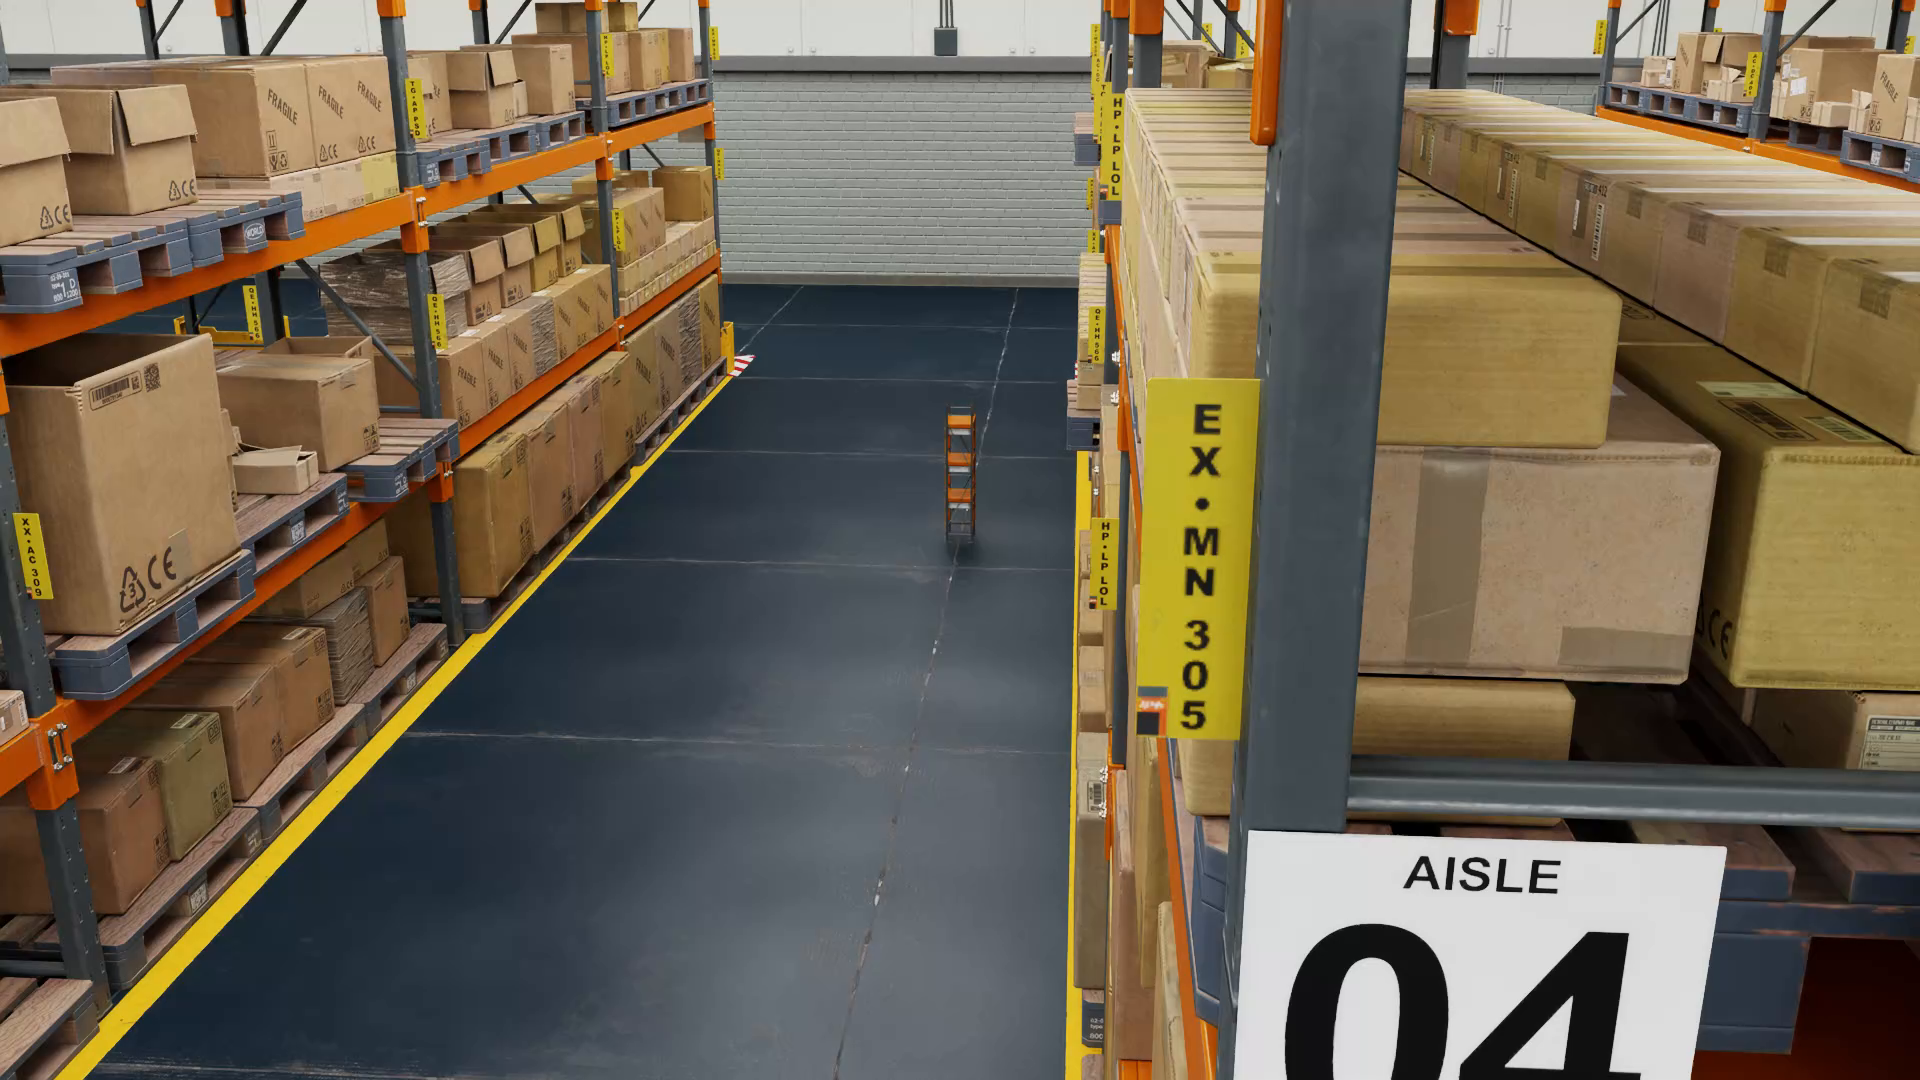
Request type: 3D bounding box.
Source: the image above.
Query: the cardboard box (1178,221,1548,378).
[{"bbox_3d":[0.451,-0.276,1.918,0.380,0.149,0.250,1,18,4],"label":"cardboard box"}]

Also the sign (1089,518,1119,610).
[{"bbox_3d":[0.491,0.082,5.623,0.100,0.325,0.005,1,18,4],"label":"sign"}]

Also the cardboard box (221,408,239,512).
[{"bbox_3d":[-3.875,-0.327,7.765,0.797,0.503,0.637,3,18,10],"label":"cardboard box"}]

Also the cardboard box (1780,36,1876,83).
[{"bbox_3d":[6.802,-3.700,13.084,0.500,0.500,0.500,2,18,5],"label":"cardboard box"}]

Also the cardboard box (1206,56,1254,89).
[{"bbox_3d":[1.660,-2.755,9.806,0.396,0.266,0.258,1,18,4],"label":"cardboard box"}]

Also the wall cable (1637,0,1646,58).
[{"bbox_3d":[7.714,-7.650,21.319,2.355,3.000,0.029,1,18,4],"label":"wall cable"}]

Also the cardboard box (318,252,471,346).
[{"bbox_3d":[-3.552,-1.532,10.508,0.797,0.503,0.637,2,18,6],"label":"cardboard box"}]

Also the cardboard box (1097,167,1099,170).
[{"bbox_3d":[1.453,-3.016,14.567,0.500,0.500,0.500,2,18,5],"label":"cardboard box"}]

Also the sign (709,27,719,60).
[{"bbox_3d":[-2.507,-5.057,16.928,0.100,0.325,0.005,1,18,4],"label":"sign"}]

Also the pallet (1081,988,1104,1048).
[{"bbox_3d":[1.013,1.688,6.934,1.003,0.211,1.213,1,18,4],"label":"pallet"}]

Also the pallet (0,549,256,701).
[{"bbox_3d":[-3.707,0.319,6.941,1.003,0.211,1.213,1,18,4],"label":"pallet"}]

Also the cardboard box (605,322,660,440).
[{"bbox_3d":[-3.207,-1.416,14.665,0.875,0.875,0.875,1,18,4],"label":"cardboard box"}]

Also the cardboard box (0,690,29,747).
[{"bbox_3d":[-3.630,0.654,6.012,0.380,0.149,0.250,1,18,4],"label":"cardboard box"}]

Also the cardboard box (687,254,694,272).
[{"bbox_3d":[-2.816,-2.711,16.282,0.380,0.149,0.250,1,18,3],"label":"cardboard box"}]

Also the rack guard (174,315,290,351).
[{"bbox_3d":[-7.999,-2.196,18.321,1.175,0.500,0.348,1,18,4],"label":"rack guard"}]

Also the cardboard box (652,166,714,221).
[{"bbox_3d":[-2.820,-3.535,16.951,0.500,0.500,0.500,2,18,5],"label":"cardboard box"}]

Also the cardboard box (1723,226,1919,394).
[{"bbox_3d":[1.106,-0.260,1.871,0.380,0.149,0.250,1,18,4],"label":"cardboard box"}]

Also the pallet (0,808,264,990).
[{"bbox_3d":[-3.853,1.545,7.369,1.003,0.211,1.213,1,18,4],"label":"pallet"}]

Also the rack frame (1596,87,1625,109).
[{"bbox_3d":[6.837,-3.044,16.896,1.000,3.000,0.127,1,18,4],"label":"rack frame"}]

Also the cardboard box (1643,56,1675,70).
[{"bbox_3d":[6.895,-4.504,15.938,0.500,0.250,0.500,0,18,-1],"label":"cardboard box"}]

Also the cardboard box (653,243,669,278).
[{"bbox_3d":[-2.967,-2.548,15.146,0.500,0.250,0.500,2,18,5],"label":"cardboard box"}]

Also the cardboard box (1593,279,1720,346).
[{"bbox_3d":[1.072,-0.198,2.322,0.500,0.250,0.500,1,18,3],"label":"cardboard box"}]

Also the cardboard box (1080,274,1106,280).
[{"bbox_3d":[1.046,-1.808,11.898,0.380,0.149,0.250,1,18,3],"label":"cardboard box"}]

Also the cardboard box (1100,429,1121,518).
[{"bbox_3d":[0.948,-0.238,8.172,0.500,0.500,0.500,1,18,4],"label":"cardboard box"}]

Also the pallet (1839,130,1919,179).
[{"bbox_3d":[6.334,-2.444,10.549,1.003,0.211,1.213,2,18,6],"label":"pallet"}]

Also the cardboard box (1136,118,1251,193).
[{"bbox_3d":[0.578,-0.827,3.602,0.380,0.149,0.250,1,18,4],"label":"cardboard box"}]

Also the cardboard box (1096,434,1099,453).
[{"bbox_3d":[1.184,-0.539,11.388,0.500,0.250,0.500,2,18,5],"label":"cardboard box"}]

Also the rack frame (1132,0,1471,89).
[{"bbox_3d":[1.033,-2.247,4.829,1.000,3.000,0.127,1,18,4],"label":"rack frame"}]

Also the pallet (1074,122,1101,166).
[{"bbox_3d":[1.384,-2.705,11.347,1.213,0.211,1.003,1,18,4],"label":"pallet"}]

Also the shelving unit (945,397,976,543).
[{"bbox_3d":[0.004,-0.516,12.310,0.215,1.050,0.252,1,18,4],"label":"shelving unit"}]

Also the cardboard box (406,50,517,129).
[{"bbox_3d":[-3.495,-3.090,11.377,0.797,0.503,0.637,1,18,3],"label":"cardboard box"}]

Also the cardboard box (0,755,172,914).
[{"bbox_3d":[-3.842,1.250,7.098,0.700,0.500,0.500,0,18,0],"label":"cardboard box"}]

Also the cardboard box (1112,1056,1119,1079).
[{"bbox_3d":[0.857,1.888,4.583,0.875,0.875,0.875,1,18,4],"label":"cardboard box"}]

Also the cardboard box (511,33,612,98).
[{"bbox_3d":[-3.338,-3.987,13.962,0.700,0.500,0.500,0,18,1],"label":"cardboard box"}]

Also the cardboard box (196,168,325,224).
[{"bbox_3d":[-3.471,-1.671,8.130,0.500,0.250,0.500,2,18,5],"label":"cardboard box"}]

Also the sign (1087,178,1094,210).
[{"bbox_3d":[1.352,-3.547,17.039,0.100,0.325,0.005,1,18,4],"label":"sign"}]

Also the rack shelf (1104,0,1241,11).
[{"bbox_3d":[1.463,-3.579,10.690,1.077,0.370,4.000,1,18,4],"label":"rack shelf"}]

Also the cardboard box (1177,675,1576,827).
[{"bbox_3d":[0.432,0.182,1.801,0.380,0.149,0.250,1,18,4],"label":"cardboard box"}]

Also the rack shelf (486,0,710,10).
[{"bbox_3d":[-3.190,-4.963,14.915,1.077,0.370,4.000,1,18,4],"label":"rack shelf"}]

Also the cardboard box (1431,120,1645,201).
[{"bbox_3d":[1.233,-0.816,3.565,0.380,0.149,0.250,1,18,3],"label":"cardboard box"}]

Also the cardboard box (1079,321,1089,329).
[{"bbox_3d":[0.917,-1.242,10.169,0.380,0.149,0.250,1,18,3],"label":"cardboard box"}]

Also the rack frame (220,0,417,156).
[{"bbox_3d":[-3.621,-3.631,9.054,1.000,3.000,0.127,1,18,4],"label":"rack frame"}]

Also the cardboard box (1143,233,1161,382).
[{"bbox_3d":[0.576,-0.366,2.833,0.500,0.250,0.500,1,18,4],"label":"cardboard box"}]

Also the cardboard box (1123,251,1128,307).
[{"bbox_3d":[0.631,-0.686,4.450,0.380,0.149,0.250,1,18,4],"label":"cardboard box"}]

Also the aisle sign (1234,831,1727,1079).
[{"bbox_3d":[0.442,0.626,1.520,0.394,0.787,0.004,1,18,4],"label":"aisle sign"}]

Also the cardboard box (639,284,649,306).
[{"bbox_3d":[-2.944,-2.151,14.575,0.380,0.149,0.250,2,18,6],"label":"cardboard box"}]

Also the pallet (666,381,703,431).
[{"bbox_3d":[-3.117,-1.312,16.089,1.003,0.211,1.213,1,18,4],"label":"pallet"}]

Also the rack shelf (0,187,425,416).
[{"bbox_3d":[-3.764,-1.243,7.737,1.077,0.370,4.000,1,18,4],"label":"rack shelf"}]

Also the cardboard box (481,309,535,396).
[{"bbox_3d":[-3.246,-1.292,11.390,0.500,0.500,0.500,1,18,3],"label":"cardboard box"}]
